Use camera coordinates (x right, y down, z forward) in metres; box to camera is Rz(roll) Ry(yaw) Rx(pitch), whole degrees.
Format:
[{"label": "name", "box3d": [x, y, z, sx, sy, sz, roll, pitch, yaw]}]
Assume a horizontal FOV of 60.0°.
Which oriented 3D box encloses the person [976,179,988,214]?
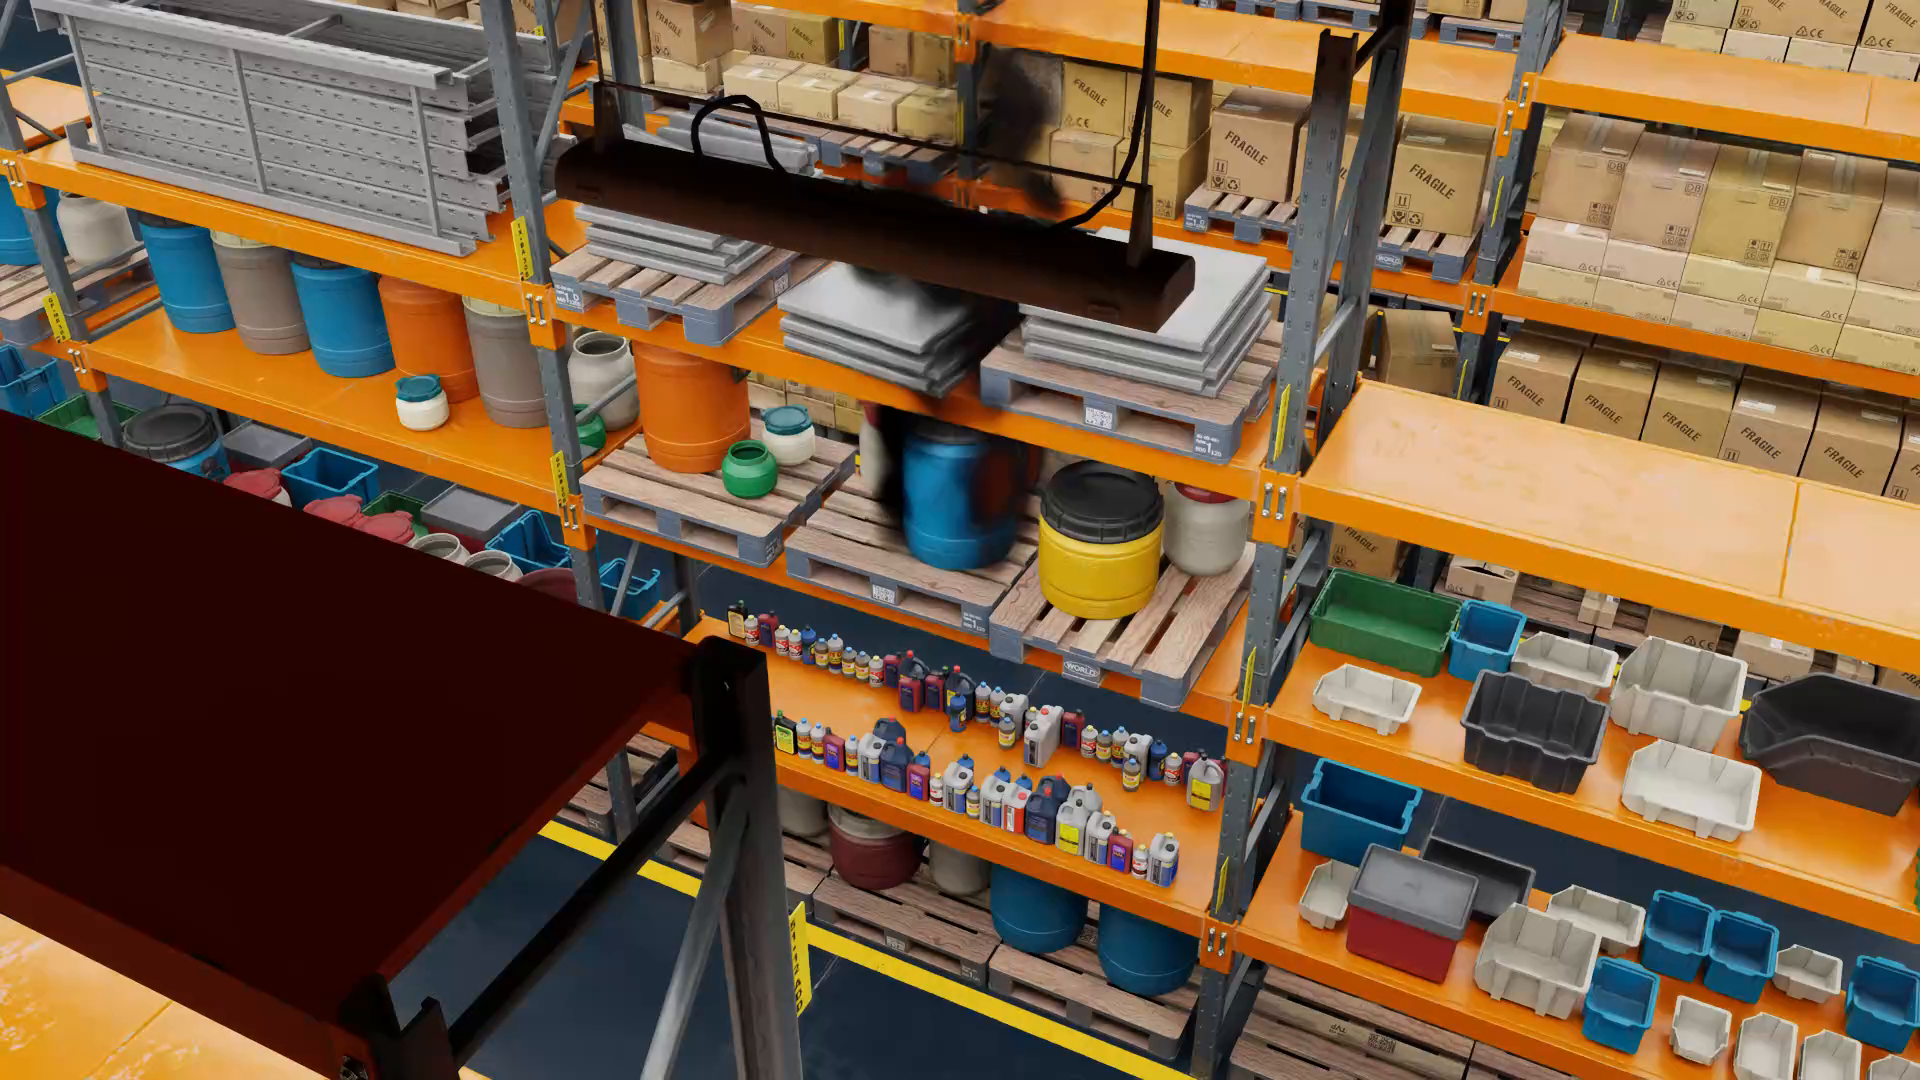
[{"label": "person", "box3d": [0.068, -2.654, 16.100, 0.735, 1.835, 0.654, 11, 37, 15]}]
